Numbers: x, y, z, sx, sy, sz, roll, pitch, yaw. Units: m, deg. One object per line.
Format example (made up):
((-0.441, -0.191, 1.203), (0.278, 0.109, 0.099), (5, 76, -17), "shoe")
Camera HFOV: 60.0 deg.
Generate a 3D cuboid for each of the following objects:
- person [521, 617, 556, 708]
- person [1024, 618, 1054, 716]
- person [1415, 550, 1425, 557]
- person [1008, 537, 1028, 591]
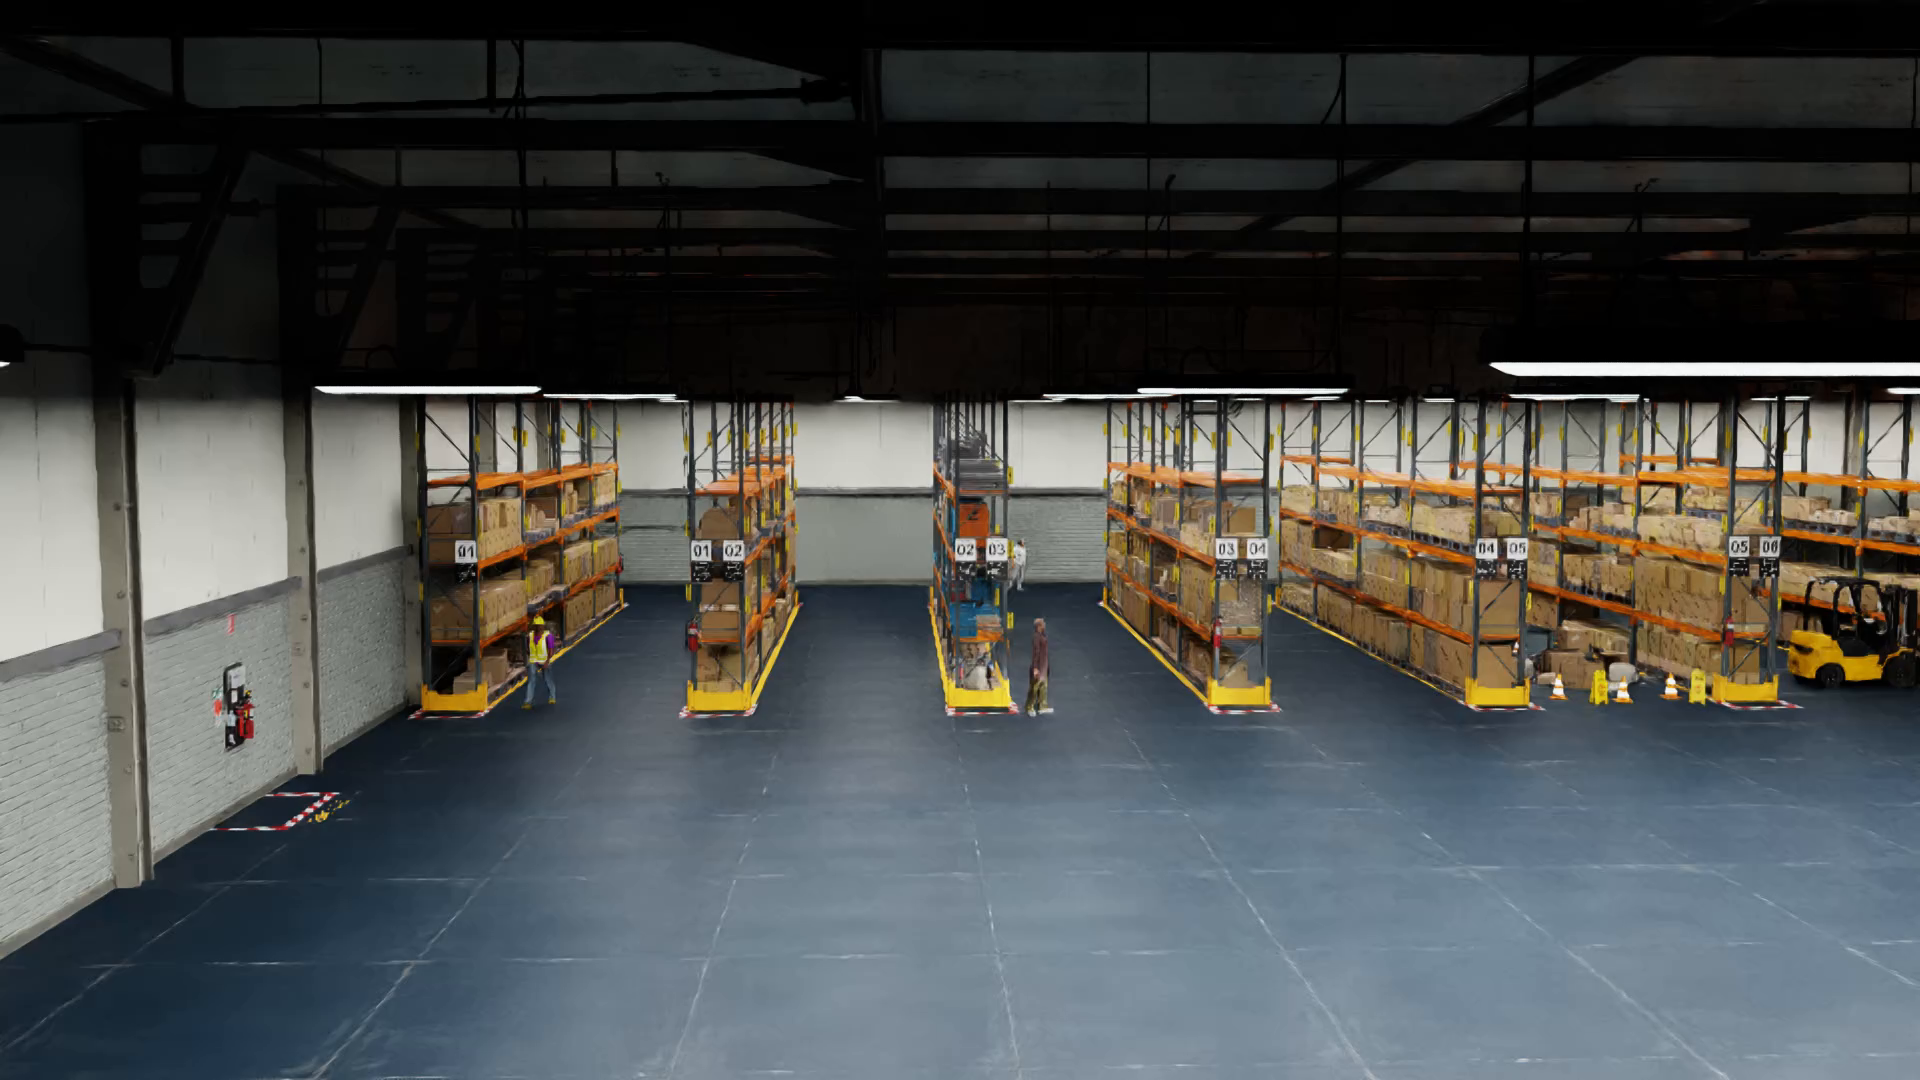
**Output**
((-7.940, 2.300, 31.420), (0.570, 1.708, 1.028), (0, 5, 6), "person")
((1.454, 2.330, 30.653), (0.507, 1.781, 0.715), (1, 5, 11), "person")
((13.041, 0.950, 47.638), (0.630, 1.786, 0.684), (-1, 5, -18), "person")
((1.770, 0.738, 51.107), (0.554, 1.651, 0.590), (-4, 6, -38), "person")
